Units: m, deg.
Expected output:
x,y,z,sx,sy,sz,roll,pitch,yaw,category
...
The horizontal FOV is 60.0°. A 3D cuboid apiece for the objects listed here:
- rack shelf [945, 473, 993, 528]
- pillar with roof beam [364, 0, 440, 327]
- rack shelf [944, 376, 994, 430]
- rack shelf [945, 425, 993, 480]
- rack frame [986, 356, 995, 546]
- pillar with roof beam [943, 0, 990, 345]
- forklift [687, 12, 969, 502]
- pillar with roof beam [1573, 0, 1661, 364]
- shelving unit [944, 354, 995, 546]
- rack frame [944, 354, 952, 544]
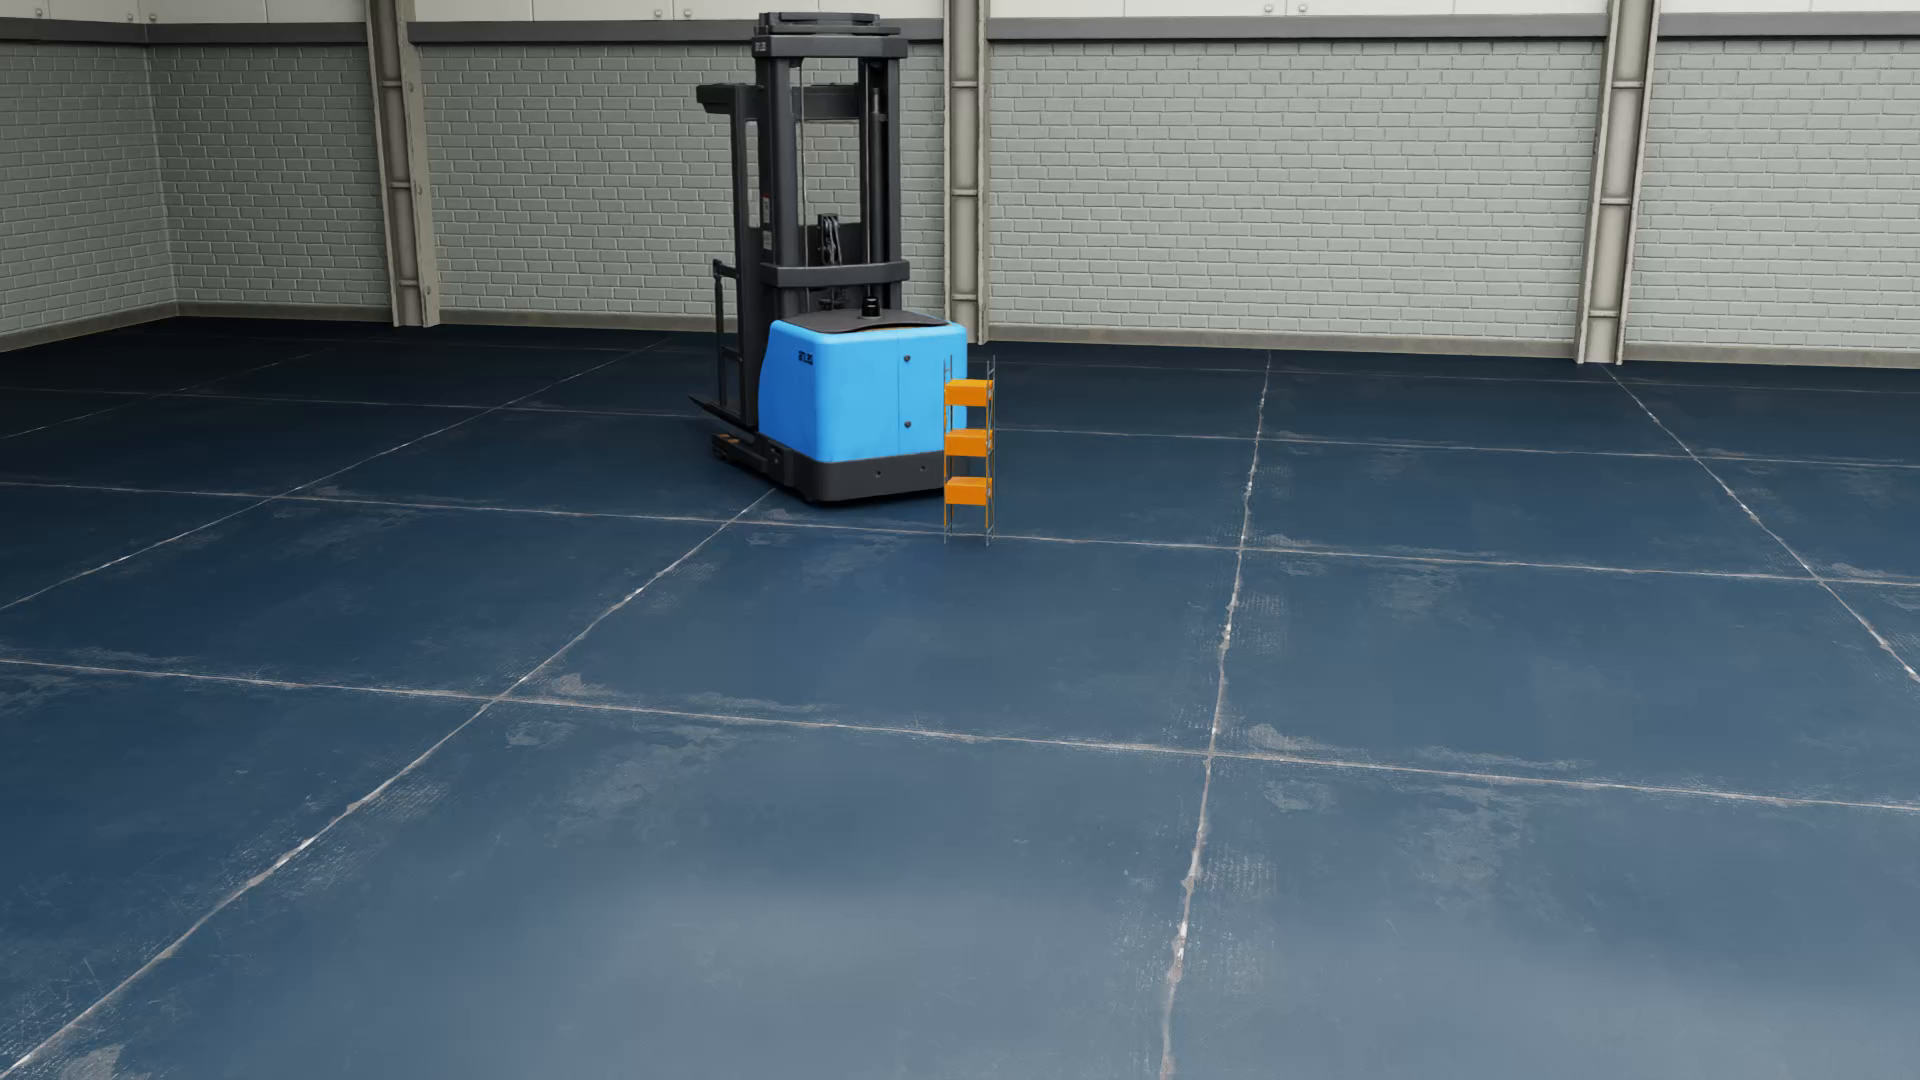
x,y,z,sx,sy,sz,roll,pitch,yaw,category
0.052,-0.225,9.419,0.240,0.259,0.215,3,16,11,rack shelf
-6.673,-5.518,12.556,0.400,9.000,9.100,3,16,11,pillar with roof beam
0.052,-0.766,9.269,0.240,0.259,0.215,3,16,11,rack shelf
0.052,-0.493,9.344,0.240,0.259,0.215,3,16,11,rack shelf
0.172,-0.497,9.318,0.008,1.050,0.200,3,16,11,rack frame
-0.793,-5.199,11.403,0.400,9.000,9.100,3,16,11,pillar with roof beam
-1.074,-1.990,11.184,1.130,2.935,3.031,-8,17,-27,forklift
5.087,-4.880,10.251,0.400,9.000,9.100,3,16,11,pillar with roof beam
0.052,-0.503,9.342,0.252,1.050,0.215,3,16,11,shelving unit
-0.067,-0.510,9.365,0.008,1.050,0.200,3,16,11,rack frame
